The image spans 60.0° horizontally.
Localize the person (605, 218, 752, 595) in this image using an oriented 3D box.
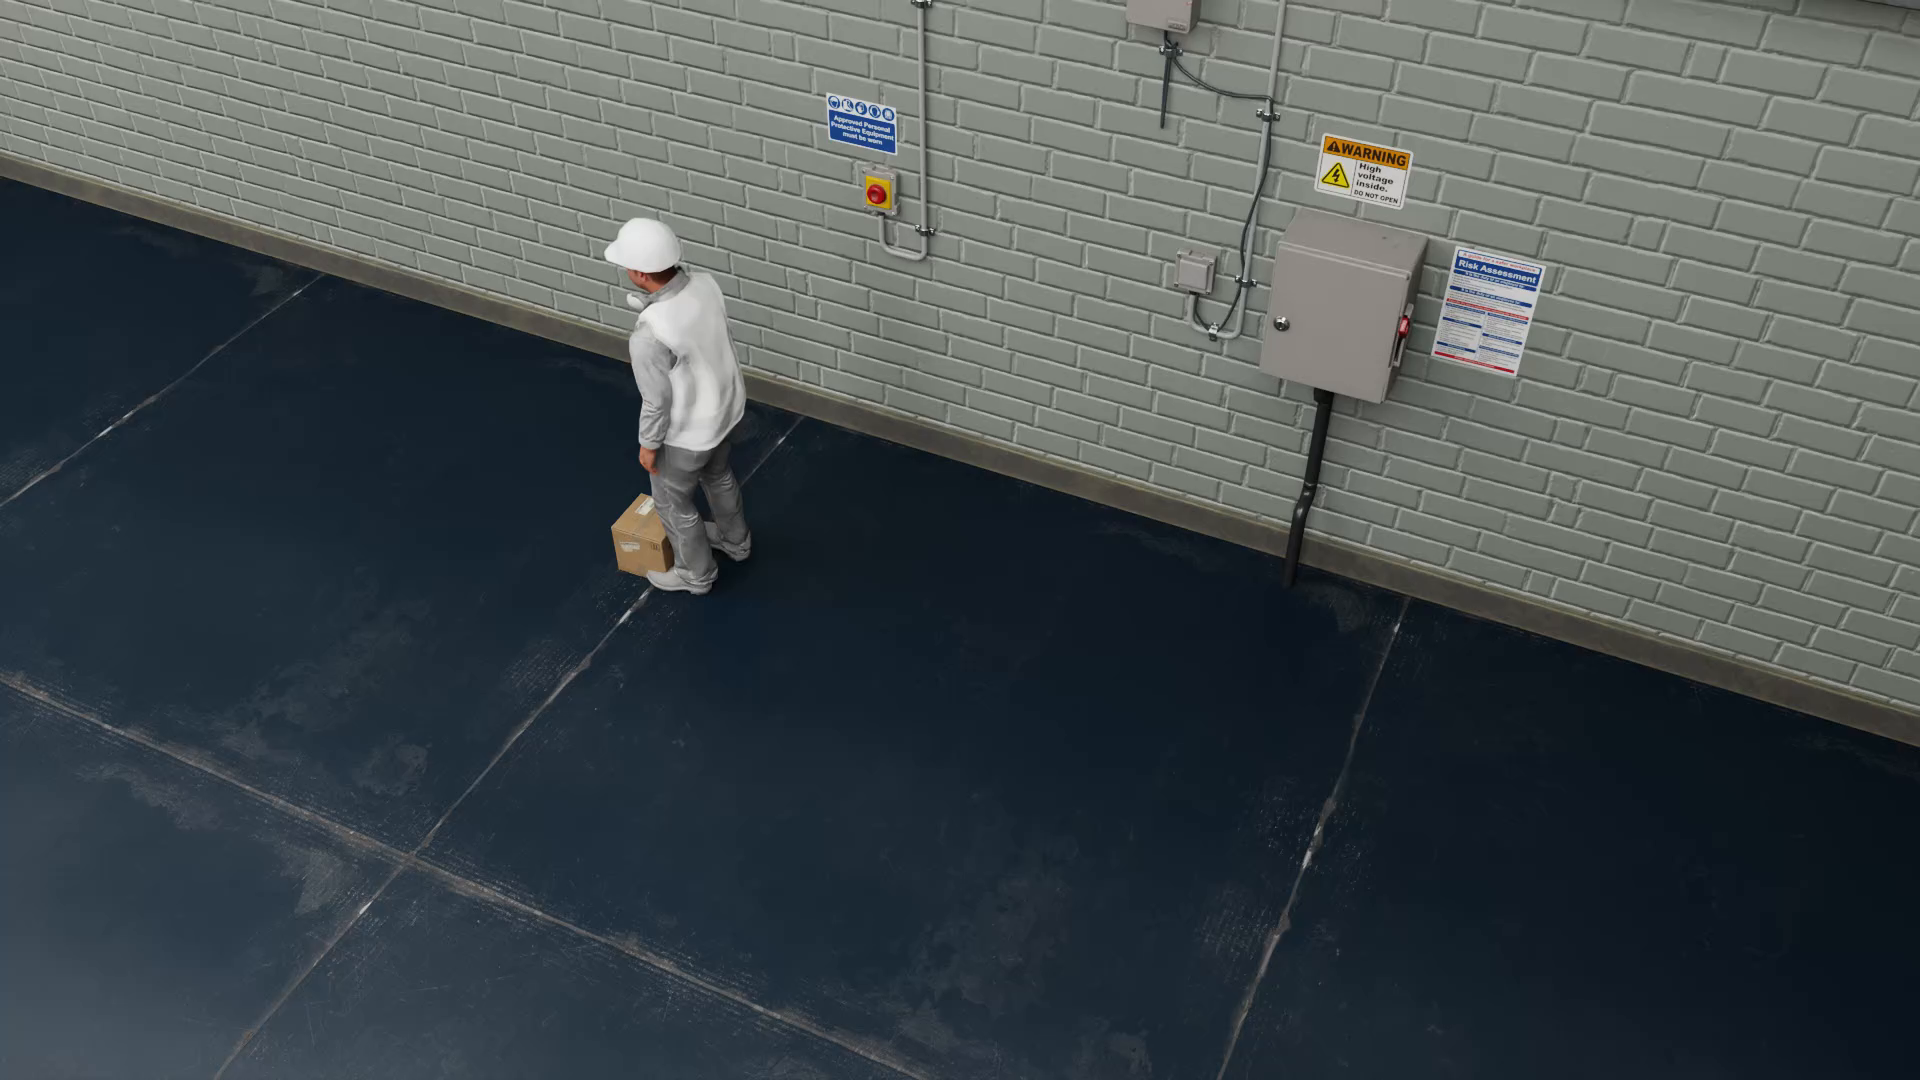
[{"bbox_3d":[-1.104,-0.509,6.711,0.463,1.771,0.580,17,44,18],"label":"person"}]
